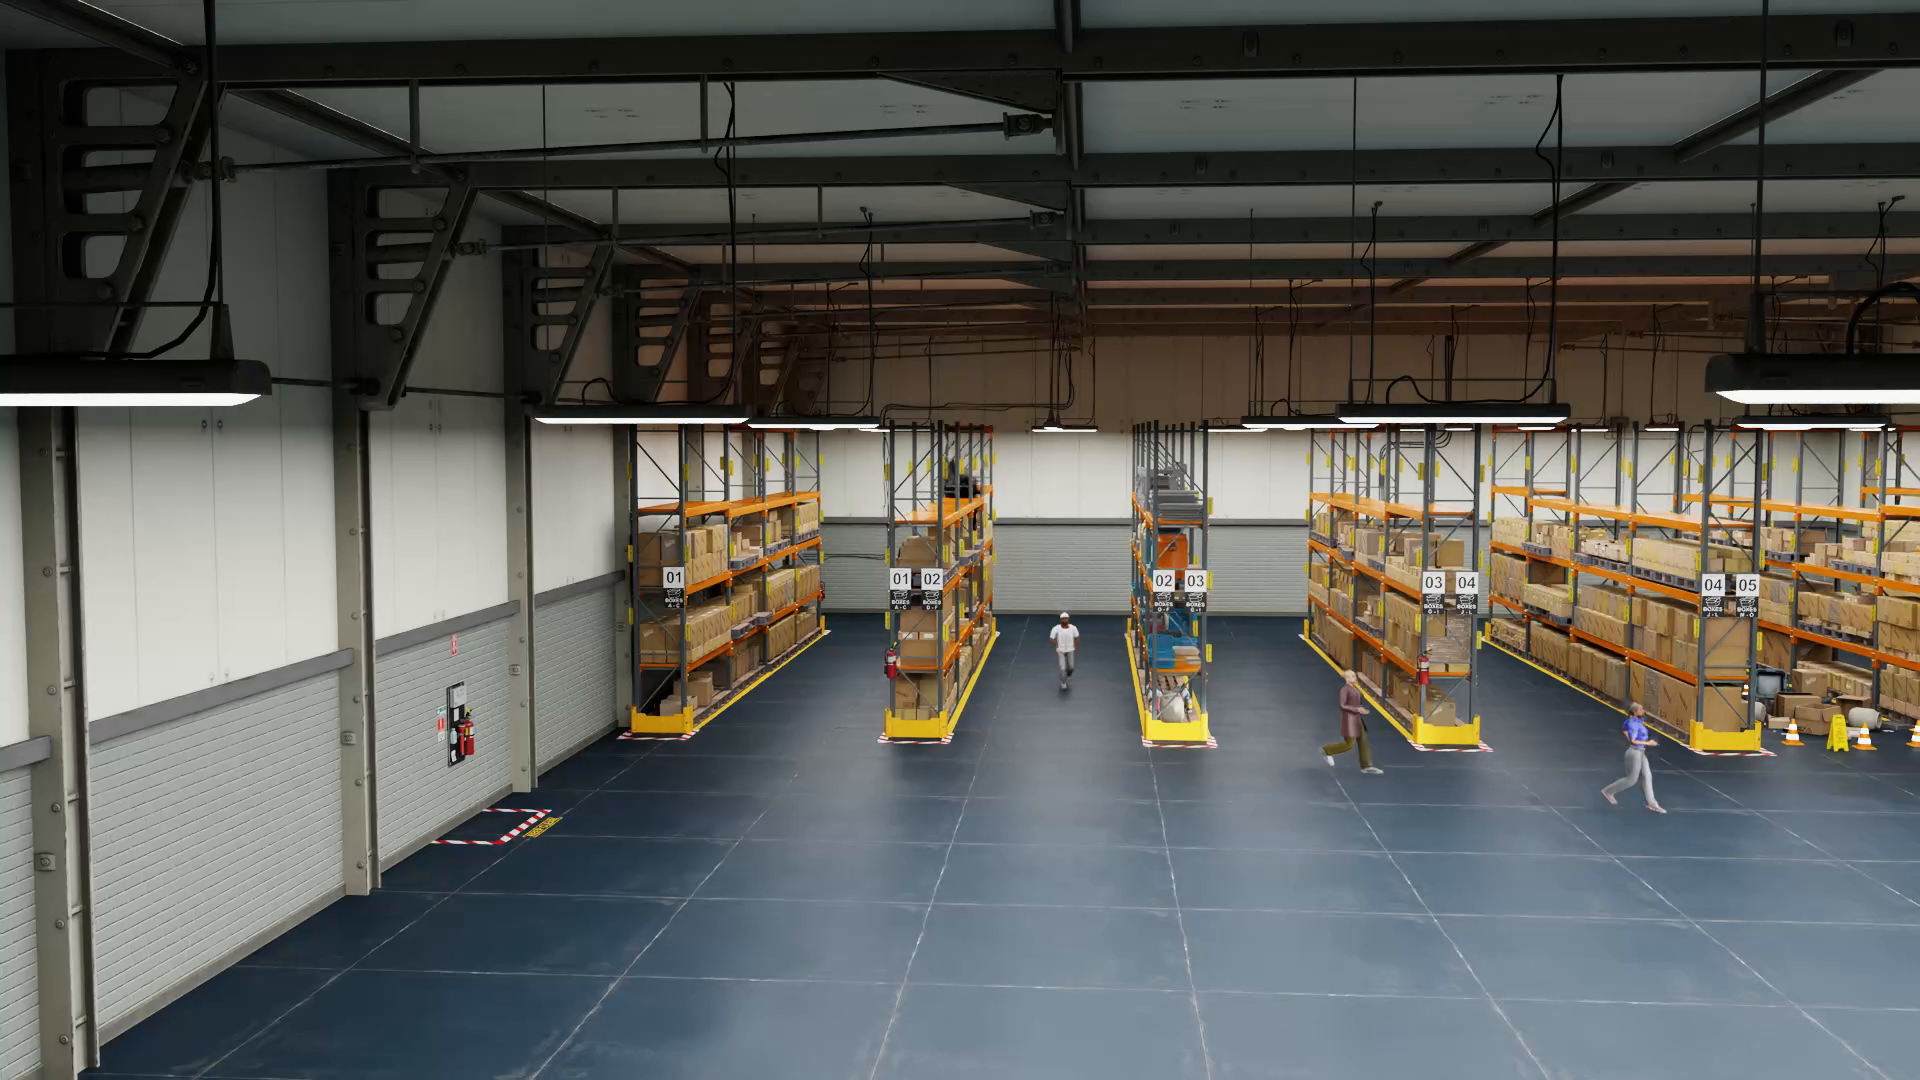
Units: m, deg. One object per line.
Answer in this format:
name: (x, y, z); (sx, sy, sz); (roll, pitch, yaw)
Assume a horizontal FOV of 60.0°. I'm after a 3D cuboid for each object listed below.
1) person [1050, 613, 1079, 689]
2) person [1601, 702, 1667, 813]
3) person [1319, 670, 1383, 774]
person: (2.368, 2.494, 37.332); (0.692, 1.720, 0.589); (0, 4, -5)
person: (10.226, 3.285, 25.198); (0.923, 1.657, 0.579); (2, 4, 30)
person: (6.601, 3.038, 28.093); (1.033, 1.704, 0.724); (2, 4, 32)
